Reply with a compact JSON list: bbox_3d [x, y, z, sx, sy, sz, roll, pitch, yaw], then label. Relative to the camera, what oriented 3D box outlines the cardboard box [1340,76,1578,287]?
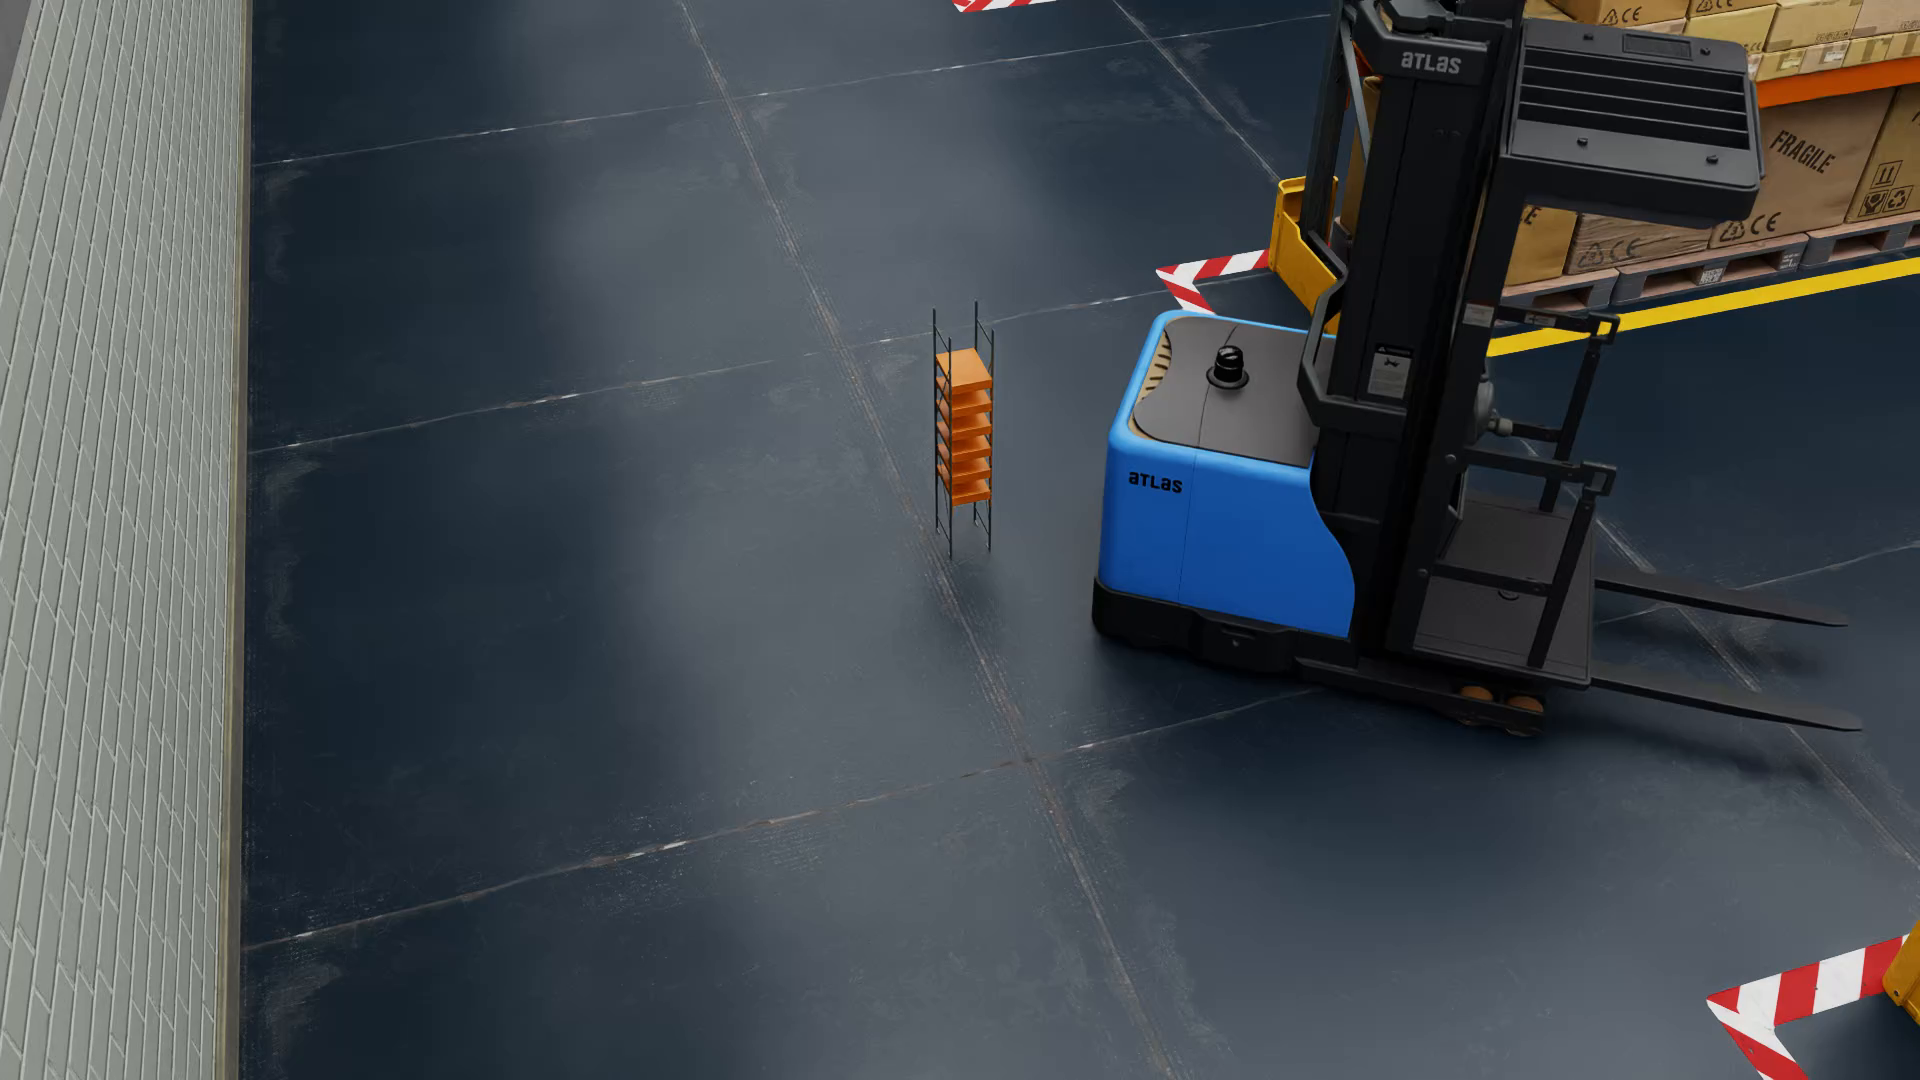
[{"bbox_3d":[2.666,-1.917,8.810,0.875,0.875,0.875,-12,42,-13],"label":"cardboard box"}]

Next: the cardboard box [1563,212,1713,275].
[{"bbox_3d":[3.534,-2.097,9.016,0.875,0.875,0.875,-12,42,-13],"label":"cardboard box"}]

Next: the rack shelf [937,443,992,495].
[{"bbox_3d":[0.014,-0.331,7.316,0.180,0.103,0.258,-12,42,-13],"label":"rack shelf"}]

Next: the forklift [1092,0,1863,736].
[{"bbox_3d":[2.138,-0.707,6.181,3.031,2.935,1.130,12,42,13],"label":"forklift"}]

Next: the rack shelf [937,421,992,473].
[{"bbox_3d":[0.014,-0.421,7.237,0.180,0.103,0.258,-12,42,-13],"label":"rack shelf"}]

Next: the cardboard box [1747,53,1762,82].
[{"bbox_3d":[3.743,-2.407,8.265,0.250,0.149,0.380,-12,43,-14],"label":"cardboard box"}]

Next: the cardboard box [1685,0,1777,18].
[{"bbox_3d":[3.588,-2.851,7.901,0.500,0.500,0.500,-13,43,-14],"label":"cardboard box"}]

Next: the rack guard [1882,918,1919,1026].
[{"bbox_3d":[3.549,1.680,5.297,0.348,0.500,1.175,-12,42,-13],"label":"rack guard"}]

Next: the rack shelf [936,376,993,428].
[{"bbox_3d":[0.014,-0.602,7.079,0.180,0.103,0.258,-12,42,-13],"label":"rack shelf"}]

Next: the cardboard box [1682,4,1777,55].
[{"bbox_3d":[3.593,-2.567,8.146,0.500,0.250,0.500,-13,43,-14],"label":"cardboard box"}]

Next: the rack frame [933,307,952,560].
[{"bbox_3d":[-0.073,-0.437,7.187,0.006,1.200,0.240,-12,42,-13],"label":"rack frame"}]

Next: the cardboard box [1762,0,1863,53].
[{"bbox_3d":[4.089,-2.674,8.268,0.500,0.250,0.500,-12,43,-14],"label":"cardboard box"}]

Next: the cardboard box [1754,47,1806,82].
[{"bbox_3d":[3.984,-2.456,8.322,0.250,0.149,0.380,-13,43,-14],"label":"cardboard box"}]

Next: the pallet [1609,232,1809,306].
[{"bbox_3d":[3.981,-1.778,9.474,1.213,0.211,1.003,-12,42,-13],"label":"pallet"}]

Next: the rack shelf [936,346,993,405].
[{"bbox_3d":[0.014,-0.692,7.000,0.180,0.103,0.258,-12,42,-13],"label":"rack shelf"}]

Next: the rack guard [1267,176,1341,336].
[{"bbox_3d":[2.057,-1.436,8.864,0.348,0.500,1.175,-12,42,-13],"label":"rack guard"}]

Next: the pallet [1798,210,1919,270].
[{"bbox_3d":[5.146,-2.022,9.753,1.213,0.211,1.003,-12,42,-13],"label":"pallet"}]

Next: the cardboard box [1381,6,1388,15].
[{"bbox_3d":[2.462,-2.700,8.298,0.500,0.250,0.500,-12,43,-14],"label":"cardboard box"}]

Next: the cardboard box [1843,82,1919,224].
[{"bbox_3d":[5.242,-2.451,9.421,0.875,0.875,0.875,-12,42,-13],"label":"cardboard box"}]

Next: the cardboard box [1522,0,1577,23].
[{"bbox_3d":[2.619,-2.363,7.913,0.500,0.250,0.500,-13,43,-14],"label":"cardboard box"}]

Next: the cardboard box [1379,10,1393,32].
[{"bbox_3d":[2.321,-2.565,8.446,0.250,0.149,0.380,-11,42,-12],"label":"cardboard box"}]

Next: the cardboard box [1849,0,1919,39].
[{"bbox_3d":[4.573,-2.772,8.380,0.500,0.250,0.500,-11,42,-12],"label":"cardboard box"}]

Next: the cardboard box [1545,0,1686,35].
[{"bbox_3d":[3.113,-2.470,8.035,0.500,0.250,0.500,-12,43,-14],"label":"cardboard box"}]

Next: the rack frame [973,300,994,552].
[{"bbox_3d":[0.101,-0.473,7.229,0.006,1.200,0.240,-12,42,-13],"label":"rack frame"}]

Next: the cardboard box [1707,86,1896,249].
[{"bbox_3d":[4.383,-2.273,9.217,0.875,0.875,0.875,-12,42,-13],"label":"cardboard box"}]

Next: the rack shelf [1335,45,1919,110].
[{"bbox_3d":[3.988,-2.507,8.736,4.000,0.370,1.077,-12,42,-13],"label":"rack shelf"}]

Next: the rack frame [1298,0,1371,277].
[{"bbox_3d":[2.080,-2.382,8.047,0.127,3.000,1.000,-12,42,-13],"label":"rack frame"}]

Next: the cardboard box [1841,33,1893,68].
[{"bbox_3d":[4.477,-2.558,8.439,0.250,0.149,0.380,-12,43,-14],"label":"cardboard box"}]

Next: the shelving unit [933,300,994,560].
[{"bbox_3d":[0.014,-0.455,7.208,0.189,1.200,0.258,-12,42,-13],"label":"shelving unit"}]

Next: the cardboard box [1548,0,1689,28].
[{"bbox_3d":[3.096,-2.745,7.779,0.500,0.500,0.500,-13,43,-14],"label":"cardboard box"}]

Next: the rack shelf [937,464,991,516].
[{"bbox_3d":[0.014,-0.241,7.395,0.180,0.103,0.258,-12,42,-13],"label":"rack shelf"}]

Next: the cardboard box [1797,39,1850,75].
[{"bbox_3d":[4.234,-2.509,8.382,0.250,0.149,0.380,-11,42,-12],"label":"cardboard box"}]

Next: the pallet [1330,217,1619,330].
[{"bbox_3d":[2.819,-1.539,9.201,1.213,0.211,1.003,-12,42,-13],"label":"pallet"}]

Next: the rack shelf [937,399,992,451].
[{"bbox_3d":[0.014,-0.512,7.158,0.180,0.103,0.258,-12,42,-13],"label":"rack shelf"}]

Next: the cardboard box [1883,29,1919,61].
[{"bbox_3d":[4.721,-2.609,8.497,0.250,0.149,0.380,-11,42,-12],"label":"cardboard box"}]
